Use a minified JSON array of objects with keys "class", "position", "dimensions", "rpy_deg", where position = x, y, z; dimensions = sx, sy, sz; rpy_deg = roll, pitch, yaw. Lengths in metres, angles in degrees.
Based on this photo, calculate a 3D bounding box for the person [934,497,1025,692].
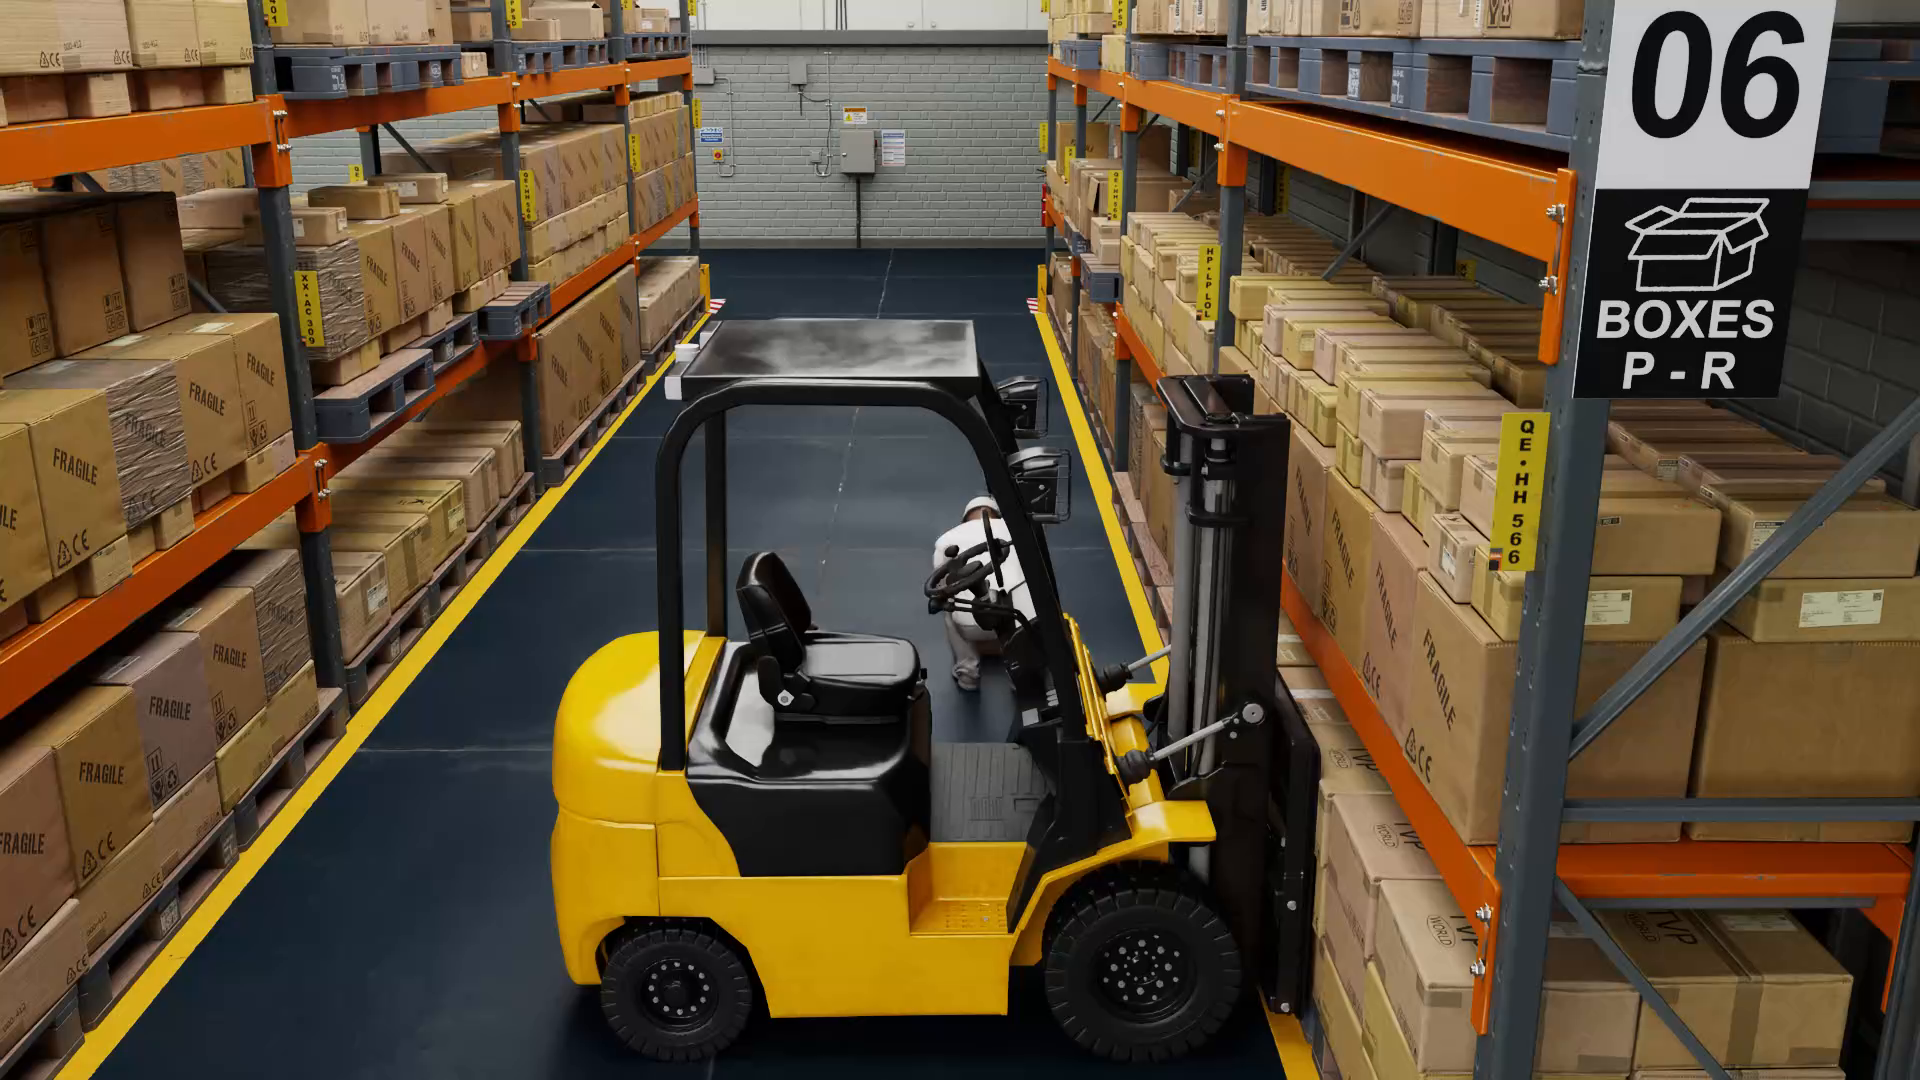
[{"class":"person","position":[0.143,0.304,8.295],"dimensions":[0.551,0.884,0.910],"rpy_deg":[0,17,0]}]
